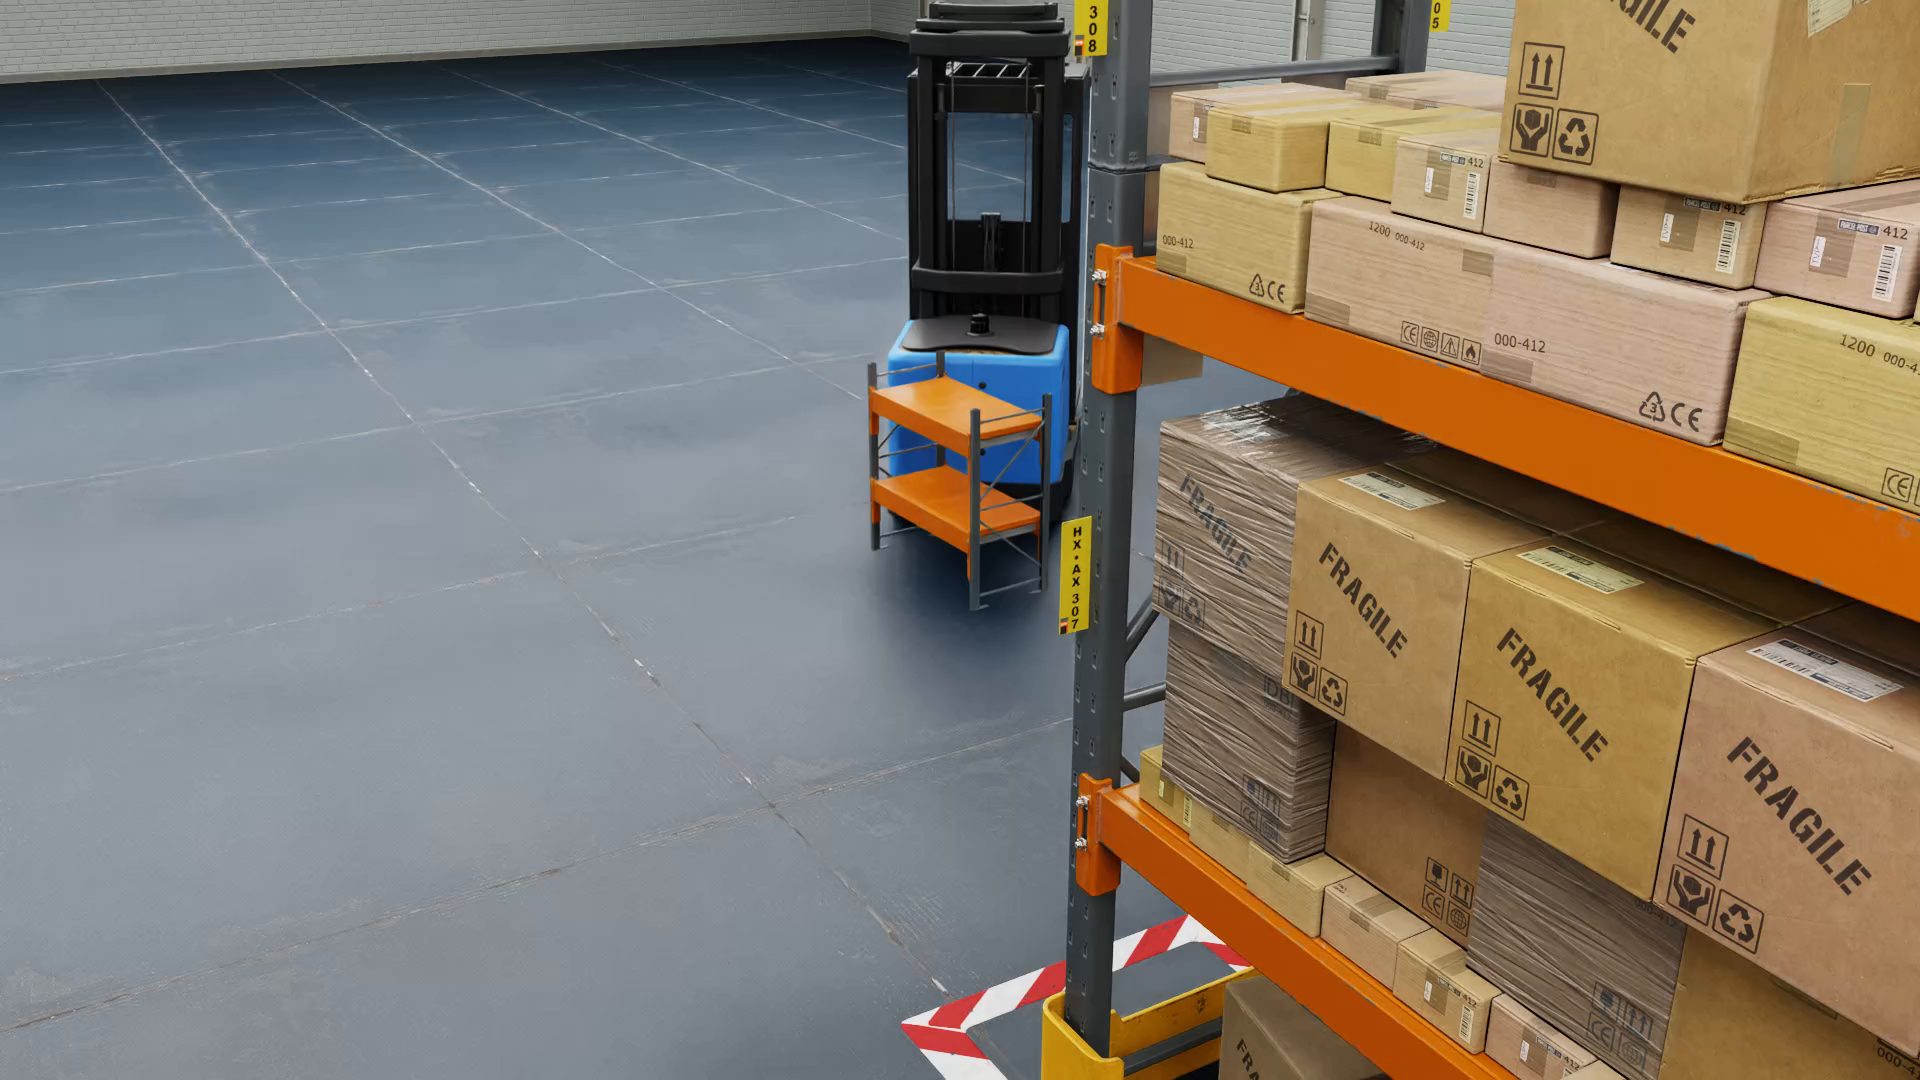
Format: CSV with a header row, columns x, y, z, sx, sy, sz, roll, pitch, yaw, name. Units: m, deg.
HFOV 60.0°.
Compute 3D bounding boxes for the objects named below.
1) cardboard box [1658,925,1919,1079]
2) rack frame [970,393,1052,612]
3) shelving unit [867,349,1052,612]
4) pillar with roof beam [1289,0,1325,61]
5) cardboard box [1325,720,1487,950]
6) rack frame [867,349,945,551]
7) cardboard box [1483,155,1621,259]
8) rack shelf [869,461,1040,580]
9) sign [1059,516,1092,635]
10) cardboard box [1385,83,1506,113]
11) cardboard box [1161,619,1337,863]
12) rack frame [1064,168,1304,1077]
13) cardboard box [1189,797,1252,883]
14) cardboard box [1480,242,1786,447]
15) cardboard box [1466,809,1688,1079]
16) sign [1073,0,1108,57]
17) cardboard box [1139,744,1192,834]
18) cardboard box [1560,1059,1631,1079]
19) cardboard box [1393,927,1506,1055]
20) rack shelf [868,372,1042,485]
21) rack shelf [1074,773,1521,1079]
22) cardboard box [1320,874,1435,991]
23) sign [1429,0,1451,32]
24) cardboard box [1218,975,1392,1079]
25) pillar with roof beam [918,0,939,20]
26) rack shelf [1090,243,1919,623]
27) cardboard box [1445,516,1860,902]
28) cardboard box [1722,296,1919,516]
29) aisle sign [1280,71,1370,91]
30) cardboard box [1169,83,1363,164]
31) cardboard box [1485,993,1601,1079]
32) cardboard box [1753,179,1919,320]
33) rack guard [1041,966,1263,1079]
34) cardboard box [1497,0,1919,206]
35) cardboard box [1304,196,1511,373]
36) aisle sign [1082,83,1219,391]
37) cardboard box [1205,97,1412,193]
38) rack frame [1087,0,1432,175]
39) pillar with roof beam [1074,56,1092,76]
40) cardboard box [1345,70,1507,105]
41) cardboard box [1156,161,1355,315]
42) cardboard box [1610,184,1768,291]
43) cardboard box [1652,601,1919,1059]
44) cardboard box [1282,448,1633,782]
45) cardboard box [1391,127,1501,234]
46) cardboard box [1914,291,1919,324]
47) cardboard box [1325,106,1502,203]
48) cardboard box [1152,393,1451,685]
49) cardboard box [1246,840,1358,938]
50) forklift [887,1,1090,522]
x,y,z,sx,sy,sz,roll,pitch,yaw,name
1.857,0.865,3.171,0.875,0.500,0.500,-13,25,-28,cardboard box
0.267,-0.194,8.795,0.500,1.125,0.032,-14,26,-31,rack frame
-0.017,-0.353,9.185,0.538,1.125,1.048,-14,26,-31,shelving unit
1.758,-10.183,22.913,9.100,9.000,0.400,-13,25,-28,pillar with roof beam
1.393,0.531,3.994,0.875,0.500,0.500,-13,25,-28,cardboard box
-0.301,-0.511,9.575,0.500,1.125,0.032,-14,26,-31,rack frame
1.202,-0.636,3.079,0.380,0.149,0.250,-13,25,-28,cardboard box
-0.017,-0.126,9.277,0.538,0.278,1.000,-14,26,-31,rack shelf
0.311,0.096,4.441,0.100,0.325,0.005,-13,25,-28,sign
1.219,-0.975,3.913,0.380,0.149,0.250,-14,26,-30,cardboard box
1.035,0.392,4.335,0.875,0.500,0.500,-13,25,-28,cardboard box
0.777,0.393,4.861,1.000,3.000,0.127,-13,25,-28,rack frame
0.829,0.732,4.360,0.380,0.149,0.250,-13,25,-28,cardboard box
1.319,-0.395,3.014,0.500,0.250,0.500,-13,25,-28,cardboard box
1.611,0.701,3.575,0.875,0.500,0.500,-13,25,-28,cardboard box
0.311,-1.297,3.875,0.100,0.325,0.005,-13,25,-28,sign
0.718,0.648,4.568,0.380,0.149,0.250,-13,25,-28,cardboard box
1.401,1.152,3.328,0.380,0.149,0.250,-13,25,-28,cardboard box
1.211,0.975,3.762,0.380,0.149,0.250,-13,25,-28,cardboard box
-0.017,-0.624,9.075,0.538,0.278,1.000,-14,26,-31,rack shelf
1.799,1.374,3.404,1.077,0.370,4.000,-13,25,-28,rack shelf
1.089,0.893,3.965,0.380,0.149,0.250,-13,25,-28,cardboard box
1.265,-1.507,4.376,0.100,0.325,0.005,-13,25,-28,sign
1.082,1.562,4.747,0.500,0.500,0.500,-8,23,-18,cardboard box
-4.372,-14.067,32.470,9.100,9.000,0.400,-13,25,-28,pillar with roof beam
1.799,-0.016,2.839,1.077,0.370,4.000,-13,25,-28,rack shelf
1.330,0.301,3.232,0.500,0.500,0.500,-13,25,-28,cardboard box
1.590,-0.227,2.602,0.500,0.250,0.500,-12,25,-27,cardboard box
1.003,-0.889,4.563,0.394,0.787,0.004,-13,25,-28,aisle sign
0.719,-0.978,3.921,0.380,0.149,0.250,-13,25,-29,cardboard box
1.362,1.051,3.576,0.380,0.149,0.250,-13,25,-28,cardboard box
1.522,-0.479,2.692,0.380,0.149,0.250,-13,25,-29,cardboard box
0.816,1.576,5.271,1.175,0.500,0.348,-13,25,-28,rack guard
1.303,-0.880,2.817,0.500,0.500,0.500,-13,25,-28,cardboard box
1.070,-0.556,3.411,0.500,0.250,0.500,-13,26,-29,cardboard box
0.488,-0.774,4.279,0.394,0.787,0.004,-13,25,-28,aisle sign
0.768,-0.876,3.668,0.380,0.149,0.250,-12,25,-27,cardboard box
0.777,-2.386,3.731,1.000,3.000,0.127,-13,25,-28,rack frame
-1.307,-12.125,27.692,9.100,9.000,0.400,-13,25,-28,pillar with roof beam
1.187,-1.082,4.176,0.380,0.149,0.250,-13,25,-28,cardboard box
0.801,-0.721,3.818,0.500,0.250,0.500,-12,25,-27,cardboard box
1.354,-0.551,2.869,0.380,0.149,0.250,-14,26,-31,cardboard box
1.590,0.462,2.836,0.500,0.500,0.500,-13,25,-28,cardboard box
1.073,0.139,3.629,0.500,0.500,0.500,-13,25,-28,cardboard box
1.081,-0.716,3.275,0.380,0.149,0.250,-12,25,-26,cardboard box
1.666,-0.396,2.489,0.380,0.149,0.250,-14,26,-30,cardboard box
1.003,-0.818,3.526,0.380,0.149,0.250,-13,26,-29,cardboard box
0.824,-0.024,4.031,0.500,0.500,0.500,-13,25,-28,cardboard box
0.944,0.816,4.154,0.380,0.149,0.250,-13,25,-28,cardboard box
0.247,-1.978,10.784,1.130,2.935,3.031,3,22,6,forklift
